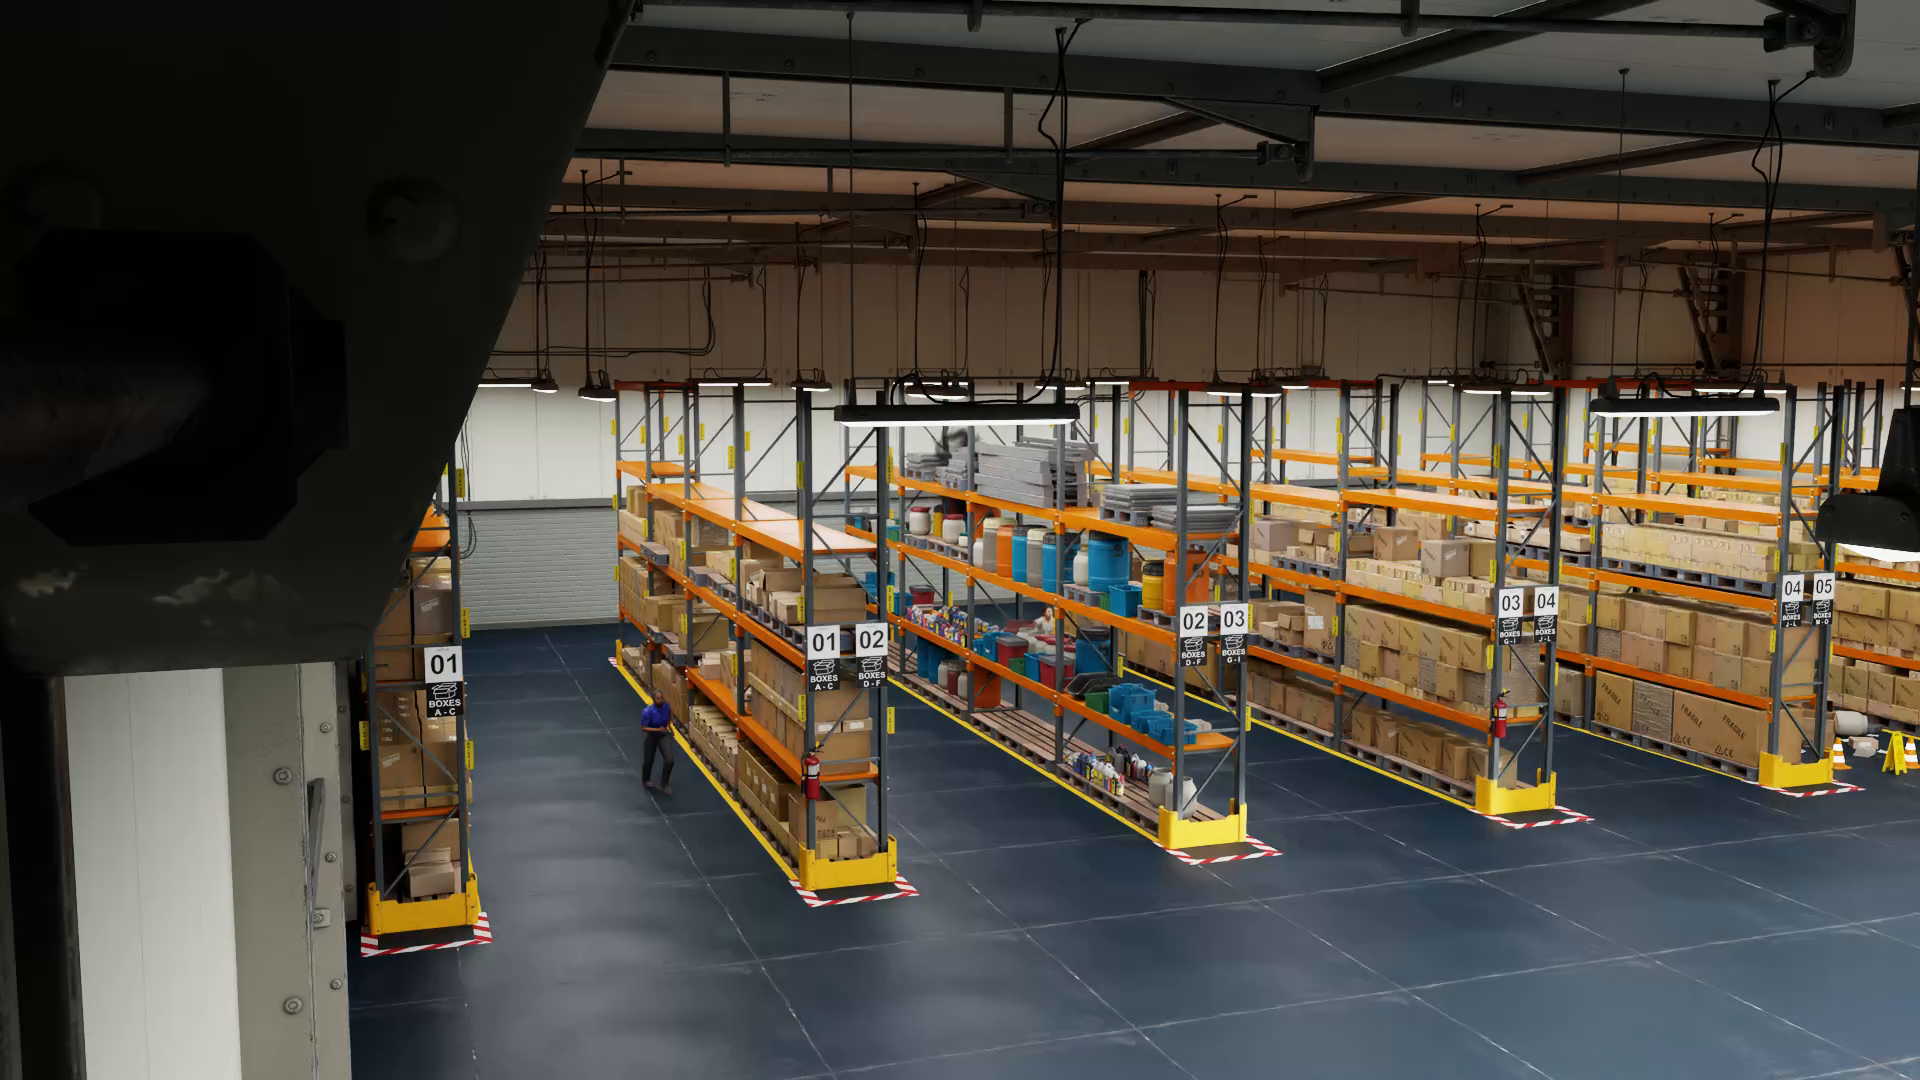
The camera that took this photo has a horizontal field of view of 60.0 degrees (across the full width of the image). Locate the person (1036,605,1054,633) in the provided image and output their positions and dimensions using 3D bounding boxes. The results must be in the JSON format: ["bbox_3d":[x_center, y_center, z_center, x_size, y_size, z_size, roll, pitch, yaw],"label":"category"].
[{"bbox_3d":[1.669,1.678,32.322,0.579,0.827,0.531,-3,7,-28],"label":"person"}]
